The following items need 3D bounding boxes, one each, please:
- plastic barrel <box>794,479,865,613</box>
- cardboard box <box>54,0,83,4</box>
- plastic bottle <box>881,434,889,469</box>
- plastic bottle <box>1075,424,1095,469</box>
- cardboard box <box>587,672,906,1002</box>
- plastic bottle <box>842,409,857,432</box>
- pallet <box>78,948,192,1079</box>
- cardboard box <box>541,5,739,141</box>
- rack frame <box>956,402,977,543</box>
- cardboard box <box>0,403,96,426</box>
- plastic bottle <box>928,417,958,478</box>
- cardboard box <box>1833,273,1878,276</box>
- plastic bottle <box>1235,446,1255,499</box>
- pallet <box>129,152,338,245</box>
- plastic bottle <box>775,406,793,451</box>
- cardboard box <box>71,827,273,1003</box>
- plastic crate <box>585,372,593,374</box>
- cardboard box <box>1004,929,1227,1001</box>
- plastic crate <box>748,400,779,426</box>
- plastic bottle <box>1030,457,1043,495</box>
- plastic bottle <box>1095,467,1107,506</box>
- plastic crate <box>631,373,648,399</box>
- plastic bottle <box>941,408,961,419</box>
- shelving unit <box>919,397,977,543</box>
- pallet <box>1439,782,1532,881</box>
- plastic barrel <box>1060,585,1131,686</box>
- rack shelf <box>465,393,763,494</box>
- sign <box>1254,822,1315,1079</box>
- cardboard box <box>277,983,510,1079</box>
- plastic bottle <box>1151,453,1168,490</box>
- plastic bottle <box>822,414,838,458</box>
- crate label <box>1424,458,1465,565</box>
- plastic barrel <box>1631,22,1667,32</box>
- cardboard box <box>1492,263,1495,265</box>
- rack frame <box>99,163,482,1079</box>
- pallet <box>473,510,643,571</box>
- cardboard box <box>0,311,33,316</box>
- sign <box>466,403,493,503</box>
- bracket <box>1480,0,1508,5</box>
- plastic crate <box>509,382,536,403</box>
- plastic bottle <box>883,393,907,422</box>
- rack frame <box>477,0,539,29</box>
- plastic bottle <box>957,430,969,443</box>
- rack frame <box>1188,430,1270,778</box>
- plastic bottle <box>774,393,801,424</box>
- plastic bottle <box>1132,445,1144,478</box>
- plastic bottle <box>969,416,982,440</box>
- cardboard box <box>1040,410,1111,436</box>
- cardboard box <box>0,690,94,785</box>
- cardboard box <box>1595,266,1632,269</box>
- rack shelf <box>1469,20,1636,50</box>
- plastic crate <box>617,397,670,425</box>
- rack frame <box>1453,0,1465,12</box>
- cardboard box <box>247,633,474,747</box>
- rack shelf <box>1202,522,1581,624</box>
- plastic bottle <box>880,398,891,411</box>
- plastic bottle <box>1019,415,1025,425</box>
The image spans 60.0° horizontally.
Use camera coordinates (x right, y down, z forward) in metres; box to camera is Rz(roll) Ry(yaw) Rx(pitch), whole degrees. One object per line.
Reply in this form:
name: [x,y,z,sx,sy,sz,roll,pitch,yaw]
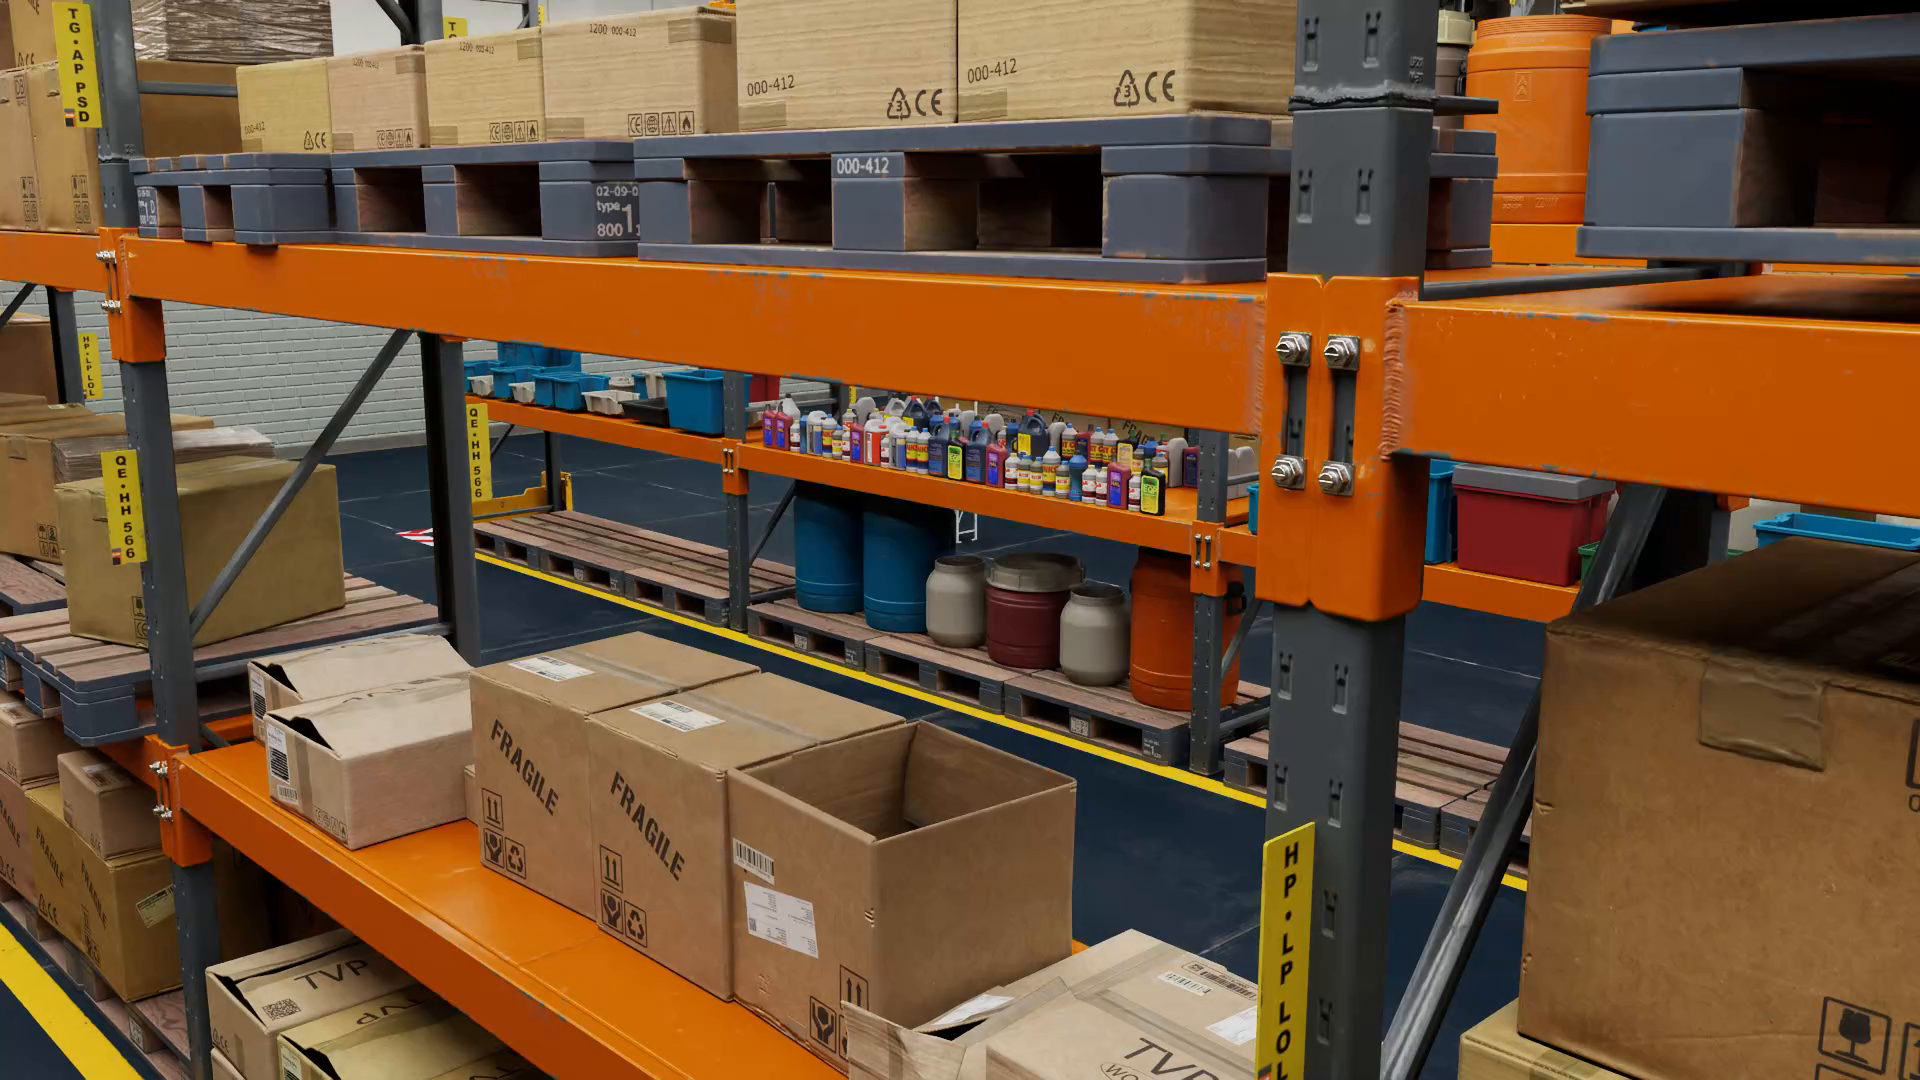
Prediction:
plastic barrel: [-0.814,-0.011,11.191,0.600,0.901,0.708,-11,16,-43]
cardboard box: [-2.649,-1.788,5.498,0.500,0.500,0.500,-11,16,-43]
plastic bottle: [-0.433,-0.541,10.097,0.097,0.201,0.097,0,12,0]
plastic bottle: [0.755,-0.557,9.972,0.061,0.283,0.133,-11,16,-43]
cardboard box: [-0.466,0.629,3.677,0.500,0.500,0.500,-11,16,-42]
plastic bottle: [-0.749,-0.785,11.281,0.097,0.201,0.097,0,12,0]
pallet: [-2.488,1.610,6.073,1.003,0.211,1.213,-11,16,-43]
cardboard box: [-0.514,-0.947,3.470,0.500,0.250,0.500,10,15,40]
rack frame: [0.054,-0.576,14.235,0.240,1.200,0.015,-11,16,-43]
cardboard box: [-4.076,-0.288,7.087,0.700,0.500,0.500,-8,14,-34]
plastic bottle: [-0.092,-0.549,9.764,0.144,0.351,0.185,-11,16,-43]
cardboard box: [10.746,-3.202,19.794,0.500,0.500,0.500,-11,16,-43]
plastic bottle: [1.520,-0.379,9.123,0.152,0.276,0.135,-11,16,-43]
pallet: [-1.467,-0.932,4.534,1.213,0.211,1.003,-10,15,-40]
plastic bottle: [-1.140,-0.725,10.788,0.061,0.283,0.133,-11,16,-43]
cardboard box: [-2.816,1.264,5.949,0.500,0.500,0.500,-10,15,-40]
plastic crate: [-3.246,-1.305,13.818,0.396,0.136,0.243,-11,16,-43]
cardboard box: [0.298,0.908,3.195,0.380,0.149,0.250,-11,16,-43]
plastic crate: [-1.395,-0.903,11.866,0.396,0.136,0.243,-11,16,-43]
plastic bottle: [0.435,-0.358,9.206,0.097,0.201,0.097,0,12,0]
plastic bottle: [0.771,-0.287,8.861,0.097,0.201,0.097,0,12,0]
plastic crate: [-2.336,-1.182,12.982,0.416,0.233,0.300,-11,16,-43]
plastic bottle: [-0.071,-0.715,10.755,0.152,0.276,0.135,-11,16,-43]
shelving unit: [-0.114,-0.612,14.408,0.258,1.200,0.503,-11,16,-43]
pallet: [2.930,1.331,7.428,1.003,0.211,1.213,-11,16,-43]
plastic barrel: [0.780,0.543,9.468,0.421,0.512,0.421,0,12,0]
rack shelf: [-2.558,-0.854,12.908,1.077,0.370,4.000,-11,16,-43]
sign: [0.377,0.491,1.921,0.100,0.325,0.005,-11,16,-43]
cardboard box: [-1.482,1.418,4.480,0.500,0.311,0.500,11,16,44]
plastic bottle: [1.123,-0.389,9.361,0.097,0.201,0.097,0,12,0]
plastic bottle: [-0.820,-0.657,10.486,0.097,0.271,0.097,0,12,0]
crate label: [2.076,-0.166,7.695,0.502,0.435,0.616,-11,16,-43]
plastic barrel: [2.936,-1.697,6.539,0.600,0.901,0.708,-11,16,-43]
cardboard box: [5.542,-2.997,18.061,0.500,0.500,0.500,11,16,43]
rack frame: [-2.000,0.359,5.238,1.000,3.000,0.127,-11,16,-43]
pallet: [-3.398,-0.007,13.923,1.003,0.211,1.213,-11,16,-43]
cardboard box: [-5.241,-0.947,8.849,0.500,0.500,0.500,11,16,43]
sign: [-1.601,-0.286,5.498,0.100,0.325,0.005,-11,16,-43]
bracket: [9.217,-9.372,28.682,0.235,0.232,0.430,-11,16,-43]
plastic crate: [-3.377,-1.160,13.111,0.250,0.136,0.298,-11,16,-43]
plastic bottle: [-0.410,-0.782,10.896,0.144,0.351,0.185,-11,16,-43]
rack frame: [-3.940,-4.437,13.647,1.000,3.000,0.127,-11,16,-43]
plastic bottle: [0.032,-0.495,9.671,0.061,0.283,0.133,-11,16,-43]
rack frame: [1.585,-0.331,8.585,1.000,3.000,0.127,-11,16,-43]
plastic bottle: [-1.141,-0.788,10.926,0.144,0.351,0.185,-11,16,-43]
plastic bottle: [1.048,-0.450,9.653,0.097,0.201,0.097,0,12,0]
plastic bottle: [0.105,-0.639,10.398,0.097,0.271,0.097,0,12,0]
cardboard box: [1.386,-1.009,16.100,0.875,0.875,0.875,-11,16,-43]
cardboard box: [-3.567,0.740,6.632,0.500,0.250,0.500,-11,16,-44]
cardboard box: [8.702,-3.630,21.873,0.500,0.500,0.500,-11,16,-43]
rack shelf: [3.786,-3.703,12.860,1.077,0.370,4.000,-11,16,-43]
plastic crate: [-2.145,-0.935,12.052,0.437,0.125,0.590,-11,16,-43]
rack frame: [6.810,-6.508,23.700,1.000,3.000,0.127,-11,16,-43]
cardboard box: [-1.780,0.461,4.959,0.500,0.311,0.500,-10,15,-39]
rack shelf: [2.966,0.313,7.241,1.077,0.370,4.000,-11,16,-43]
plastic bottle: [-0.479,-0.818,11.237,0.061,0.283,0.133,-11,16,-43]
plastic bottle: [0.375,-0.638,10.361,0.061,0.283,0.133,-11,16,-43]
